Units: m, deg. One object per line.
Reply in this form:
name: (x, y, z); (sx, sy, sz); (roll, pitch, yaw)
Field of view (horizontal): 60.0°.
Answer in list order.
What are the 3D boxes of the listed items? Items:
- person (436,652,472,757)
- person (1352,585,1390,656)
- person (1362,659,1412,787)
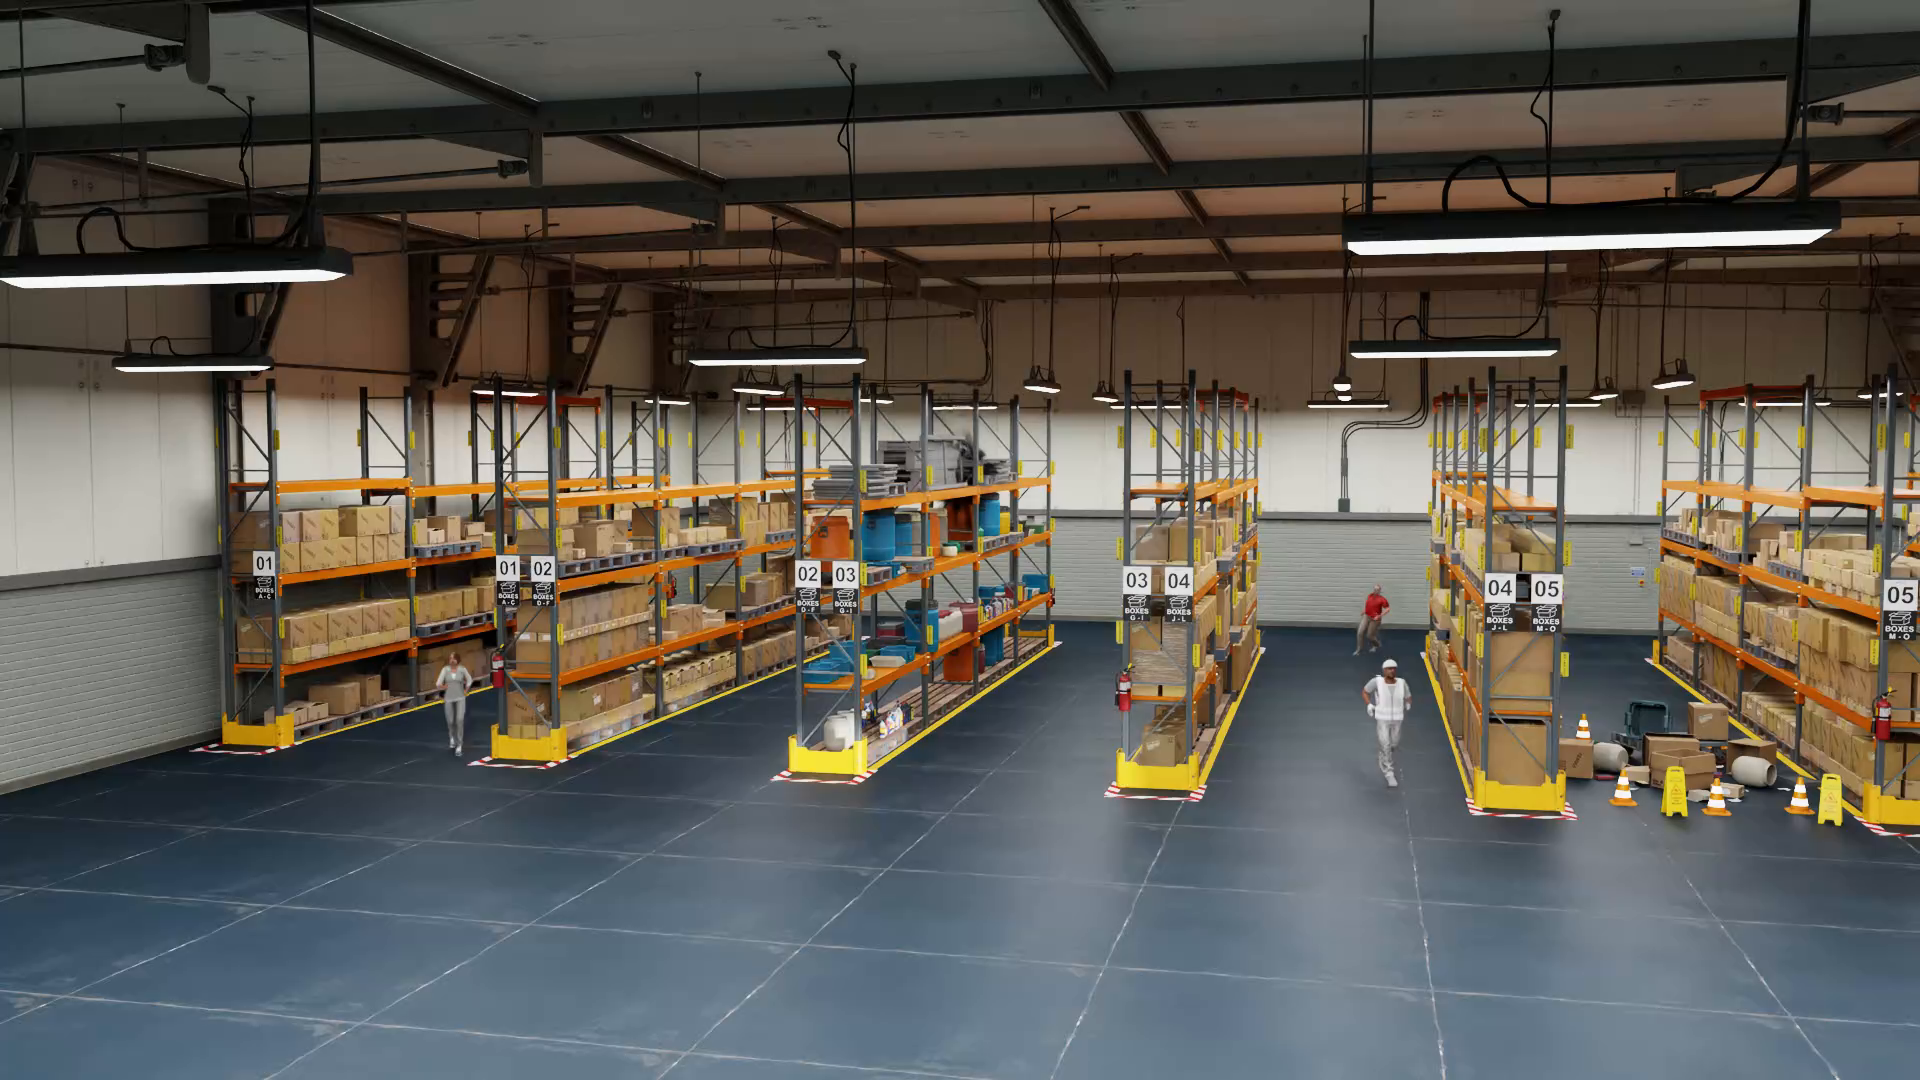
person: (-8.102, 2.596, 26.608); (0.537, 1.623, 0.759); (-1, 3, -8)
person: (9.641, 1.873, 38.679); (0.778, 1.681, 0.753); (-3, 4, -40)
person: (6.288, 2.640, 24.391); (0.682, 1.791, 0.987); (0, 3, -3)
